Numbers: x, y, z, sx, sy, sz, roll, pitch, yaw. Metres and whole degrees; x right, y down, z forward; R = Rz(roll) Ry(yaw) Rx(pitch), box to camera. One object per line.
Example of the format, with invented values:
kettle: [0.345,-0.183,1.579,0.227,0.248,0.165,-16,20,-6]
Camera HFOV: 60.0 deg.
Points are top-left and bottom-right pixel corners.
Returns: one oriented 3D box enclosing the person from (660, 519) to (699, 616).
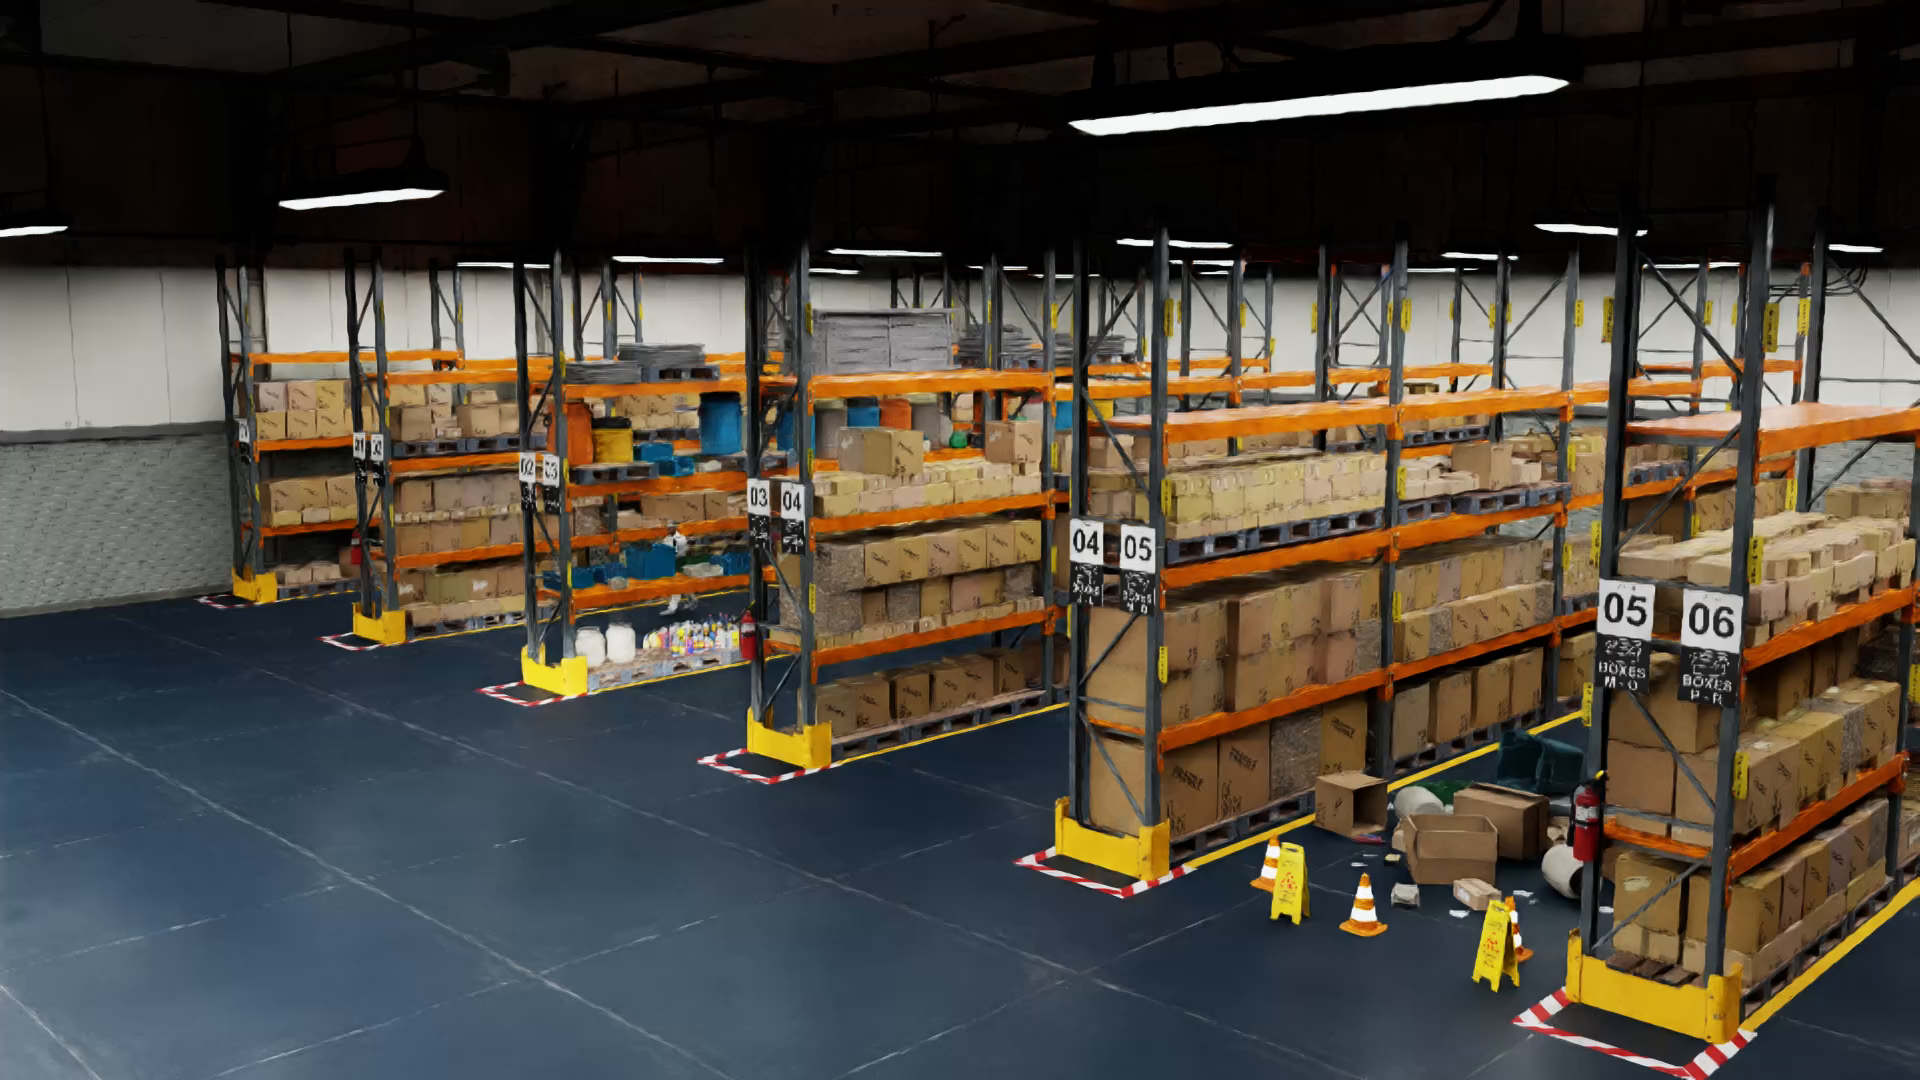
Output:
person: [-4.725,0.426,27.790,0.470,1.595,1.060,6,10,35]
